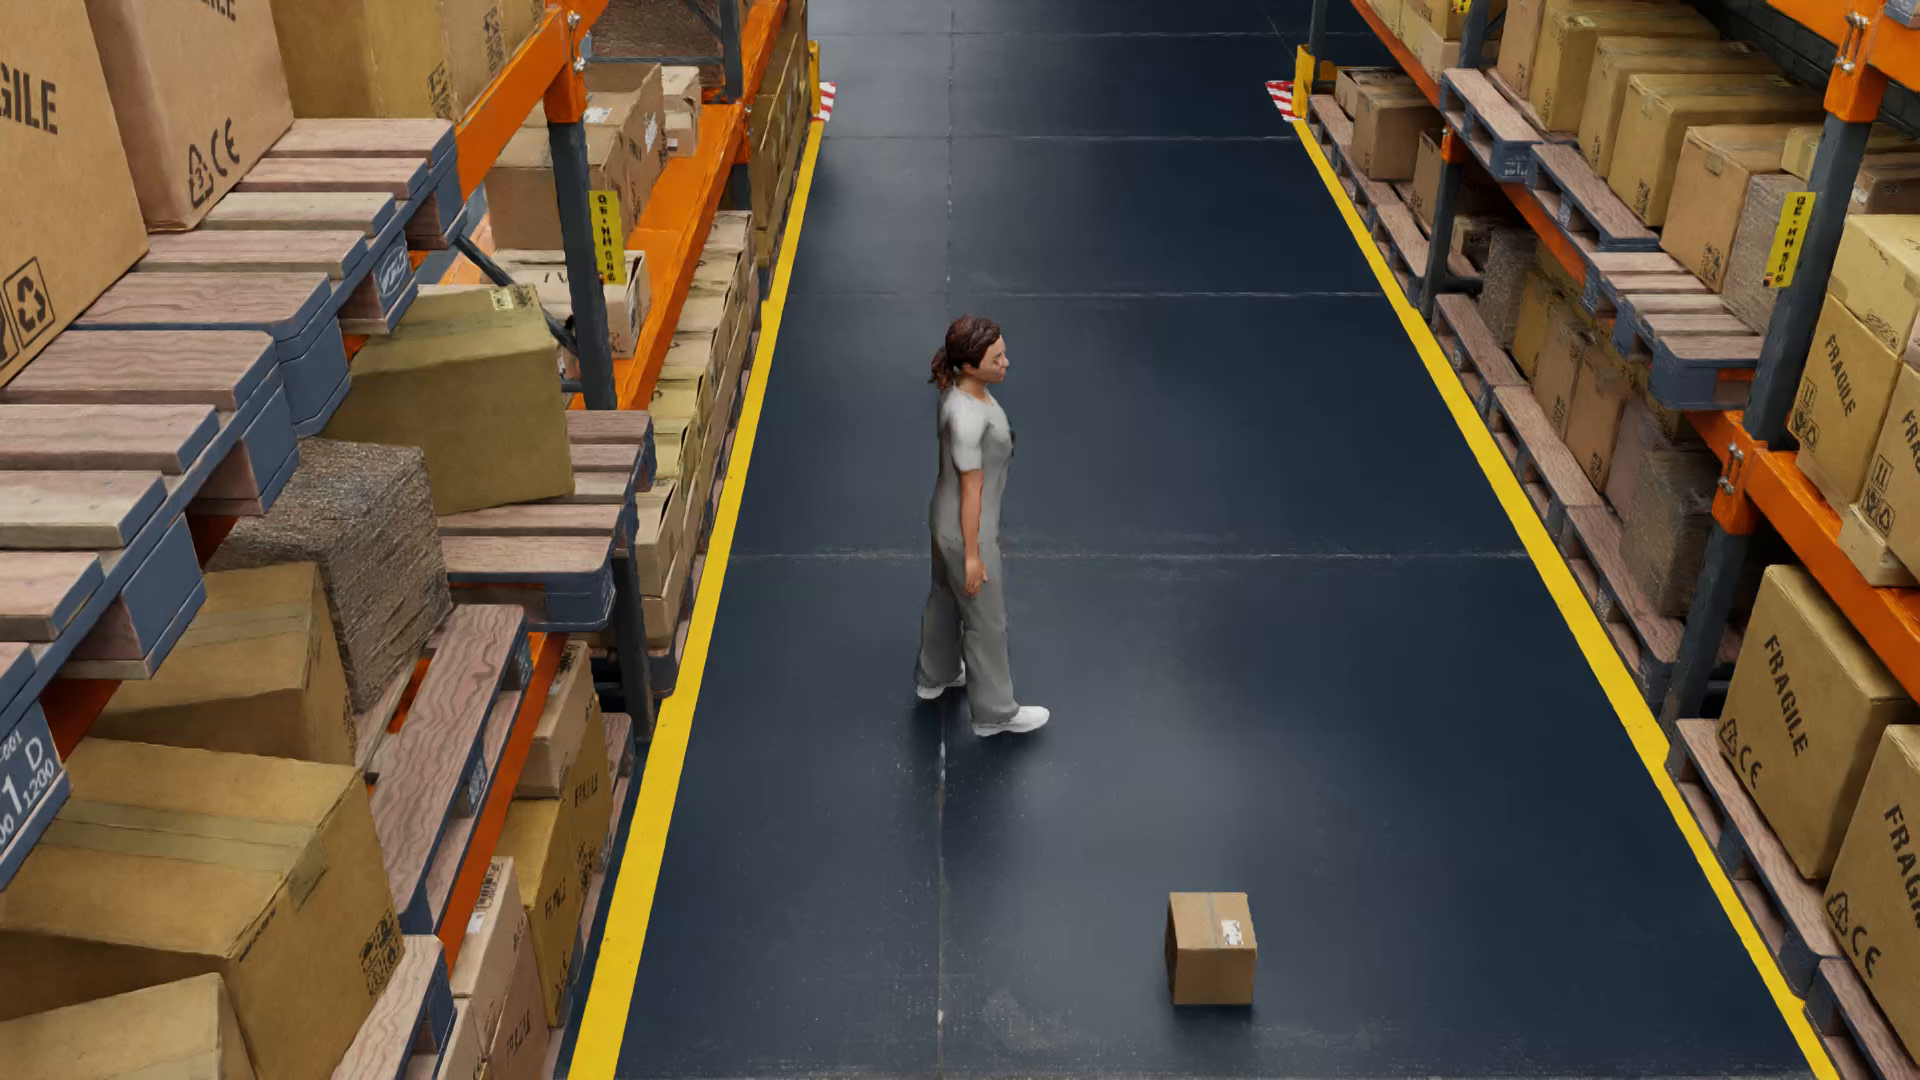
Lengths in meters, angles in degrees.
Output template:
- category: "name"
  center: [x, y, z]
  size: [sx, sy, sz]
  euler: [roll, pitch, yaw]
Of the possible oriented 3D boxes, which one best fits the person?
- category: "person"
  center: [0.082, -0.035, 6.143]
  size: [0.517, 1.673, 0.616]
  euler: [-2, 32, -4]
